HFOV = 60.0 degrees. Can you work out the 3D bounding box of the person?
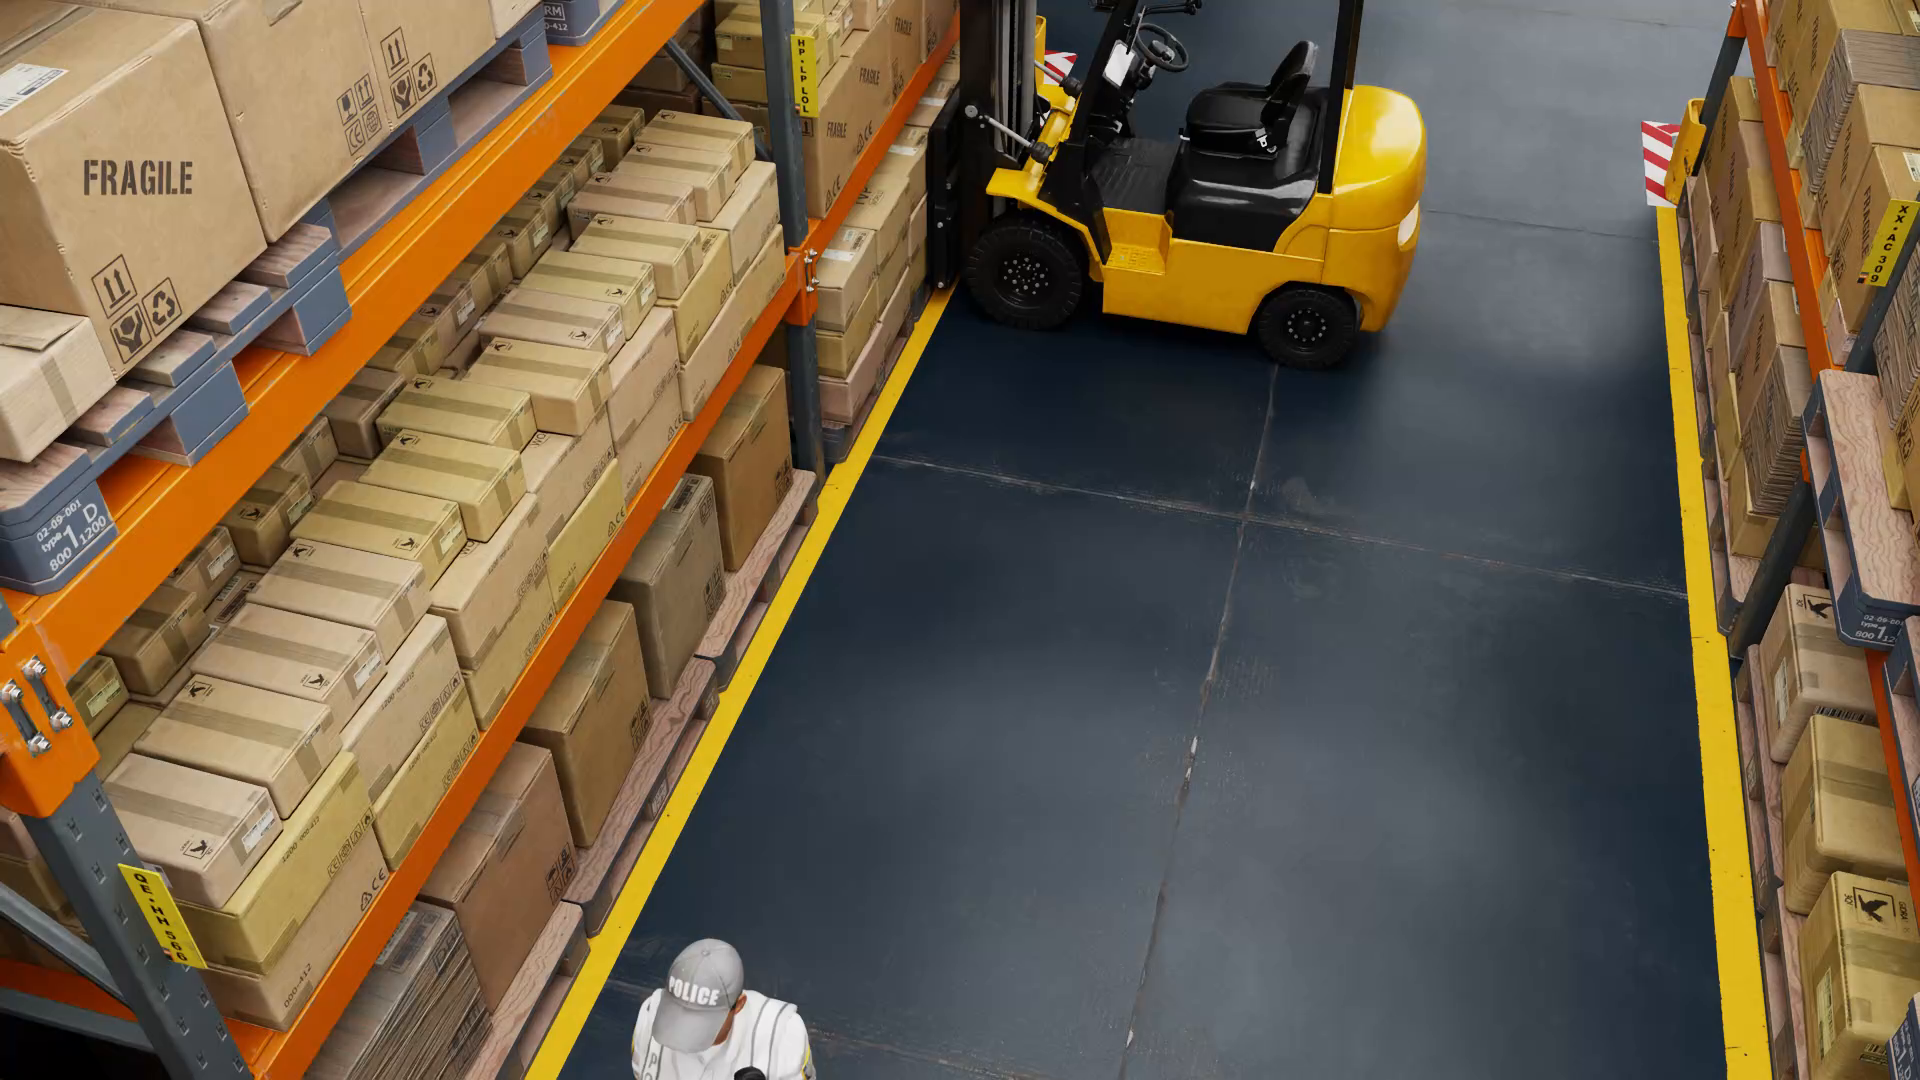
[{"bbox_3d":[-0.597,1.593,4.323,0.472,1.667,0.383,5,42,6],"label":"person"}]
